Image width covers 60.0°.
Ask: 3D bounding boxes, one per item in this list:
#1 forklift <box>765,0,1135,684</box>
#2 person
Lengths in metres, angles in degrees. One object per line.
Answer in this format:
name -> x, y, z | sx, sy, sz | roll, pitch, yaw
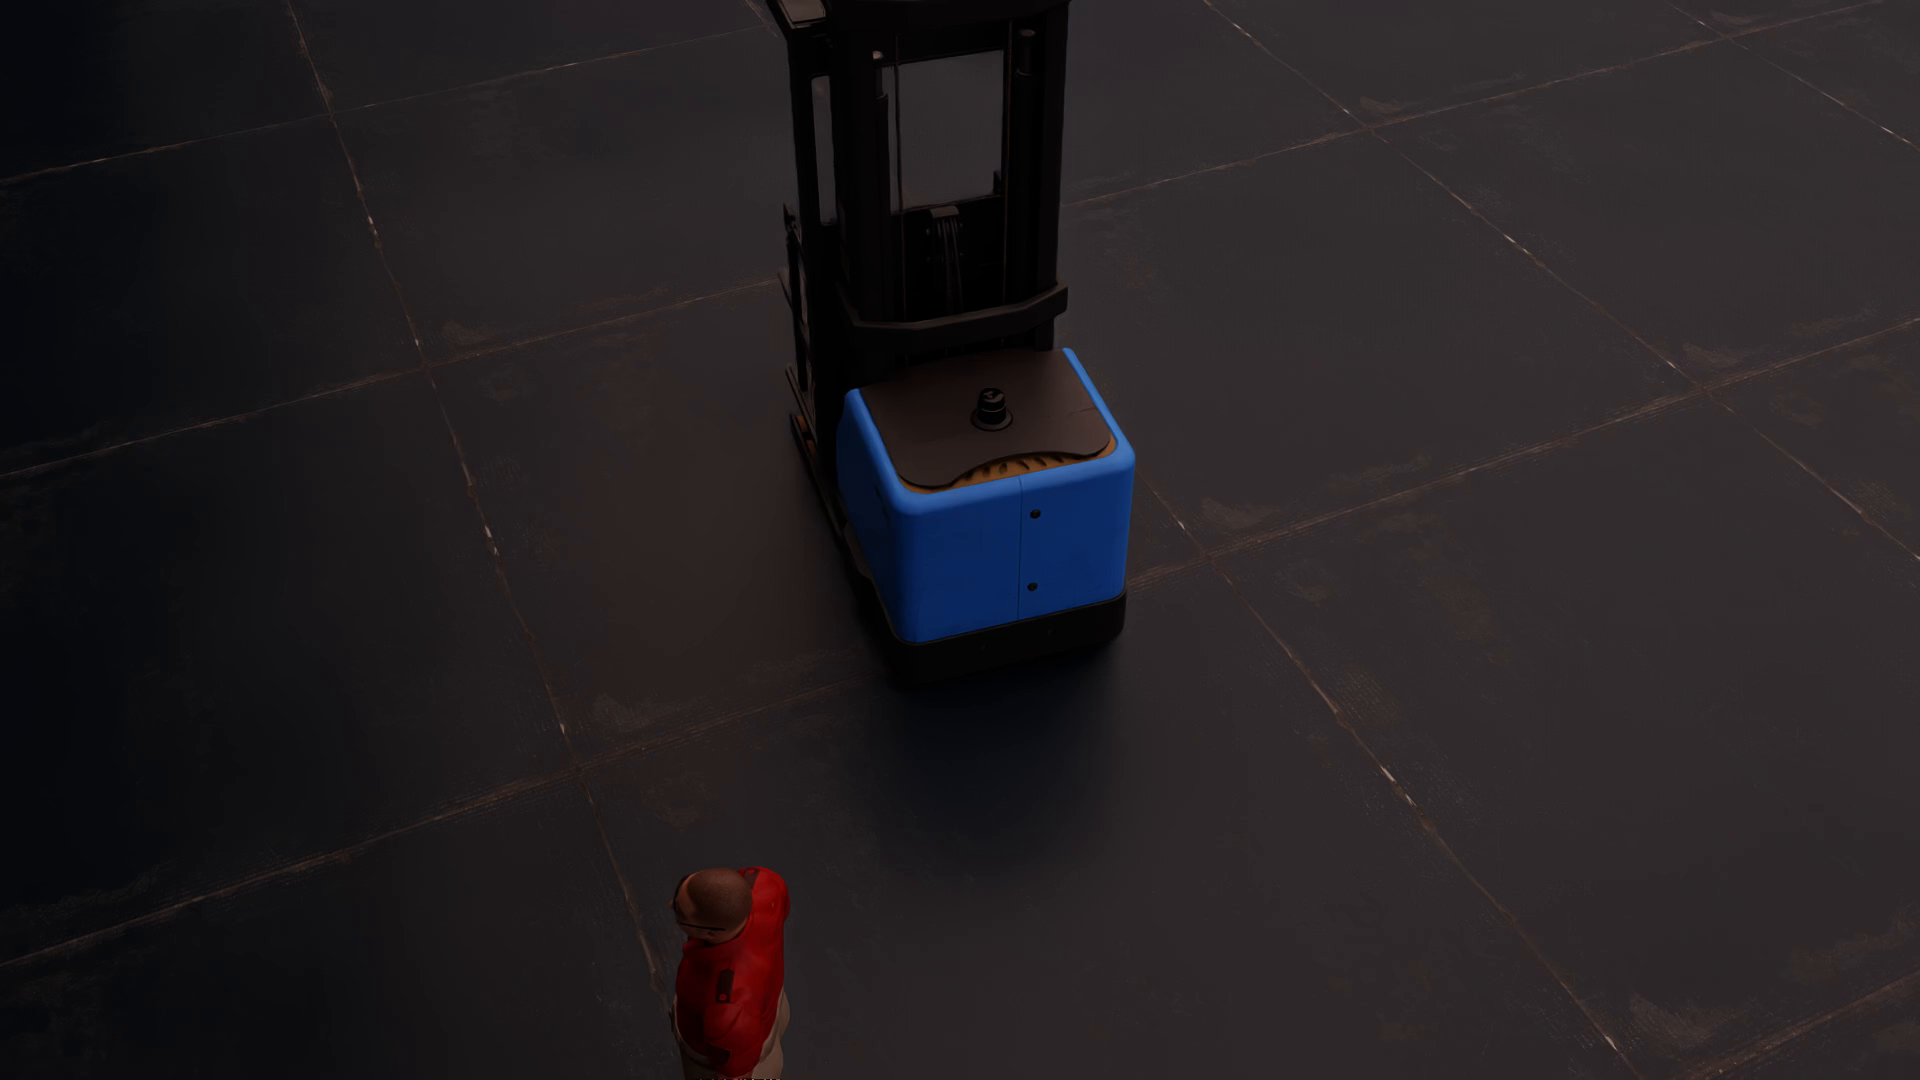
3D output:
forklift -> -0.211, -1.481, 7.267 | 1.130, 2.935, 3.031 | -12, 44, -13
person -> -0.773, 1.478, 4.973 | 0.547, 1.732, 0.659 | 2, 43, 2
